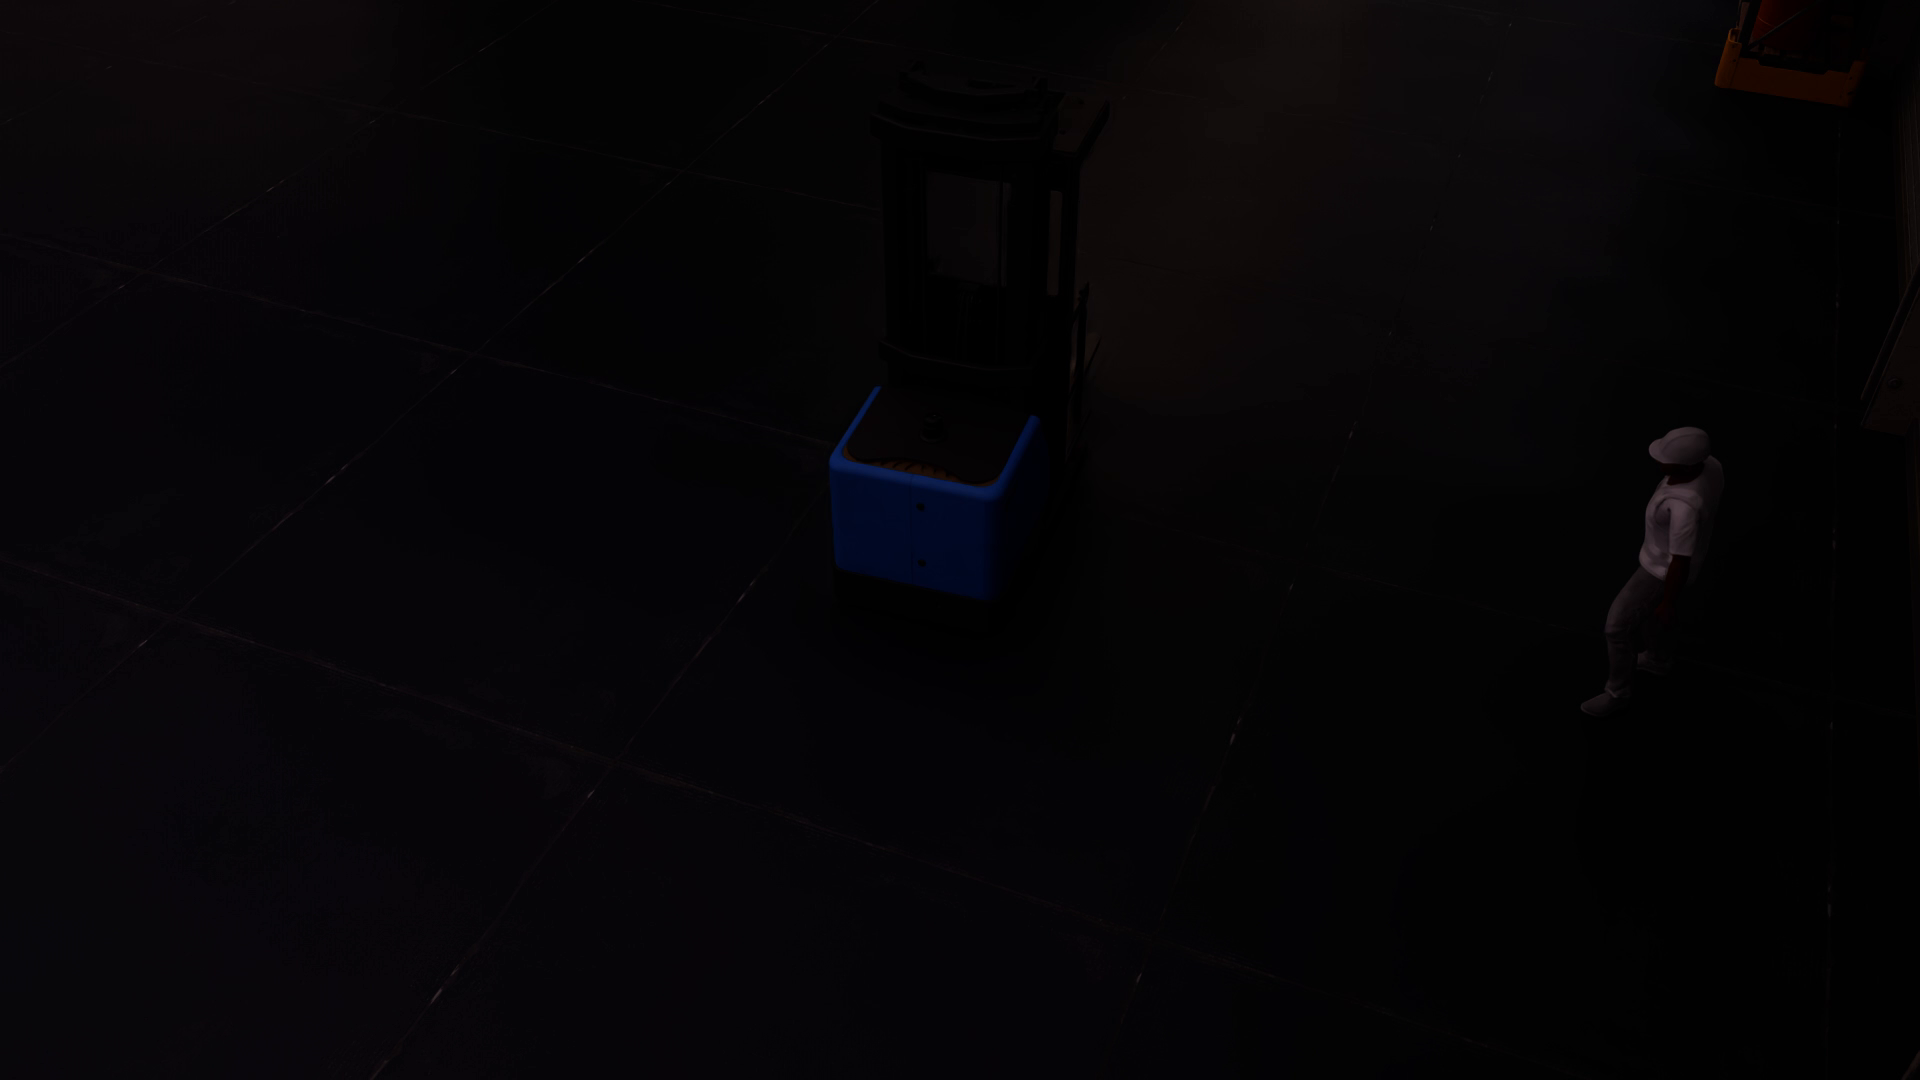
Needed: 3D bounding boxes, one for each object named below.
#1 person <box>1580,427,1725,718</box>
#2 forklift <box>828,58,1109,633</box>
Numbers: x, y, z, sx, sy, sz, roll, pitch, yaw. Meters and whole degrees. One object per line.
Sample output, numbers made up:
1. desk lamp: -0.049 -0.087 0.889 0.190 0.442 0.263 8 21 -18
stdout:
1. person: 3.734 0.104 8.834 0.472 1.731 0.893 21 44 23
2. forklift: 0.196 -1.543 9.849 1.130 2.935 3.031 12 41 14
